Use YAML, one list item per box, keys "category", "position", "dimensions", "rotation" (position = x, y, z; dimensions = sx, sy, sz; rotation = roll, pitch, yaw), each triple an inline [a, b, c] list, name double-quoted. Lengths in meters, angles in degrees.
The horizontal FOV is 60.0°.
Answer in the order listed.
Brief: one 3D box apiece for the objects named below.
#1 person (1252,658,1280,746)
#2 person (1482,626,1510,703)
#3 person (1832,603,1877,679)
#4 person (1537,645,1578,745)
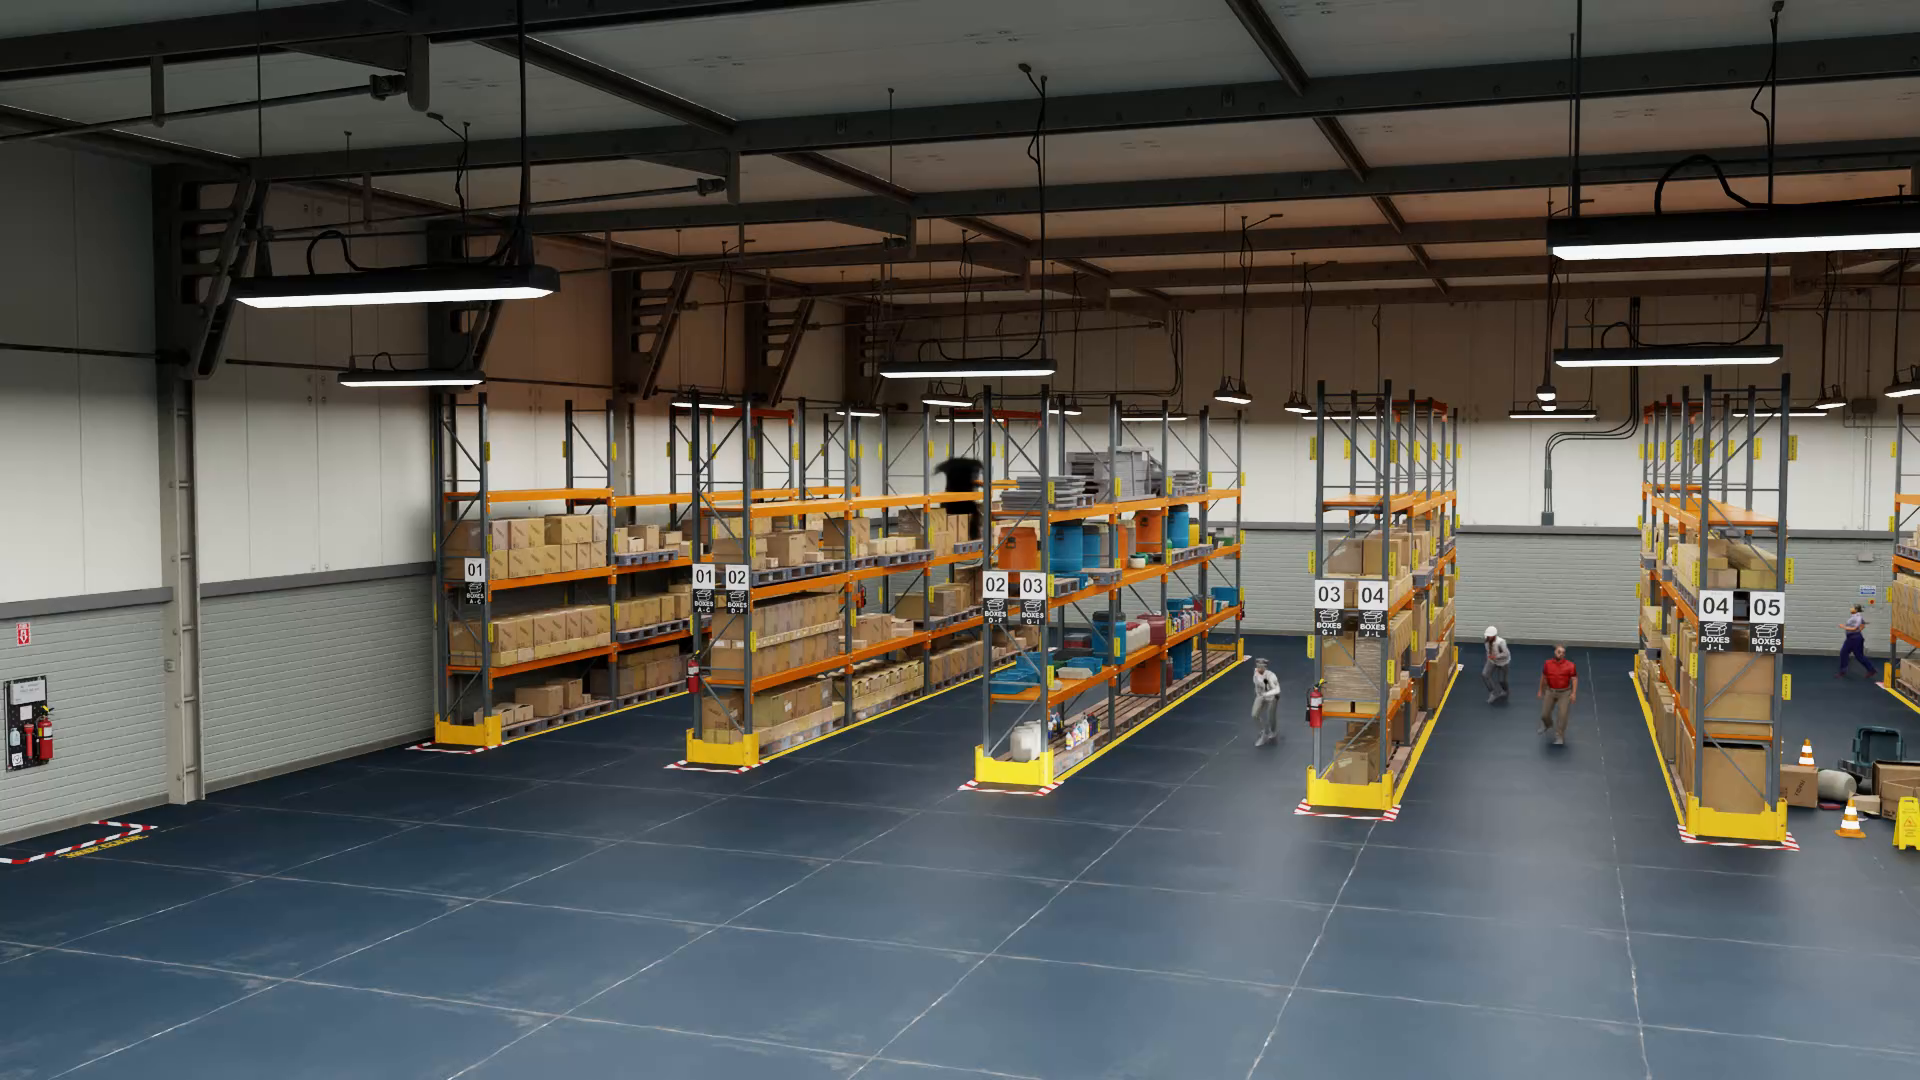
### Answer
- category: "person"
  position: [5.258, 2.727, 28.376]
  dimensions: [0.609, 1.495, 1.048]
  rotation: [2, 4, 33]
- category: "person"
  position: [10.781, 2.473, 33.260]
  dimensions: [0.638, 1.559, 1.173]
  rotation: [3, 4, 44]
- category: "person"
  position: [19.635, 2.230, 36.453]
  dimensions: [0.856, 1.688, 0.594]
  rotation: [1, 3, 18]
- category: "person"
  position: [10.243, 2.635, 28.511]
  dimensions: [0.714, 1.699, 0.680]
  rotation: [2, 4, 31]
